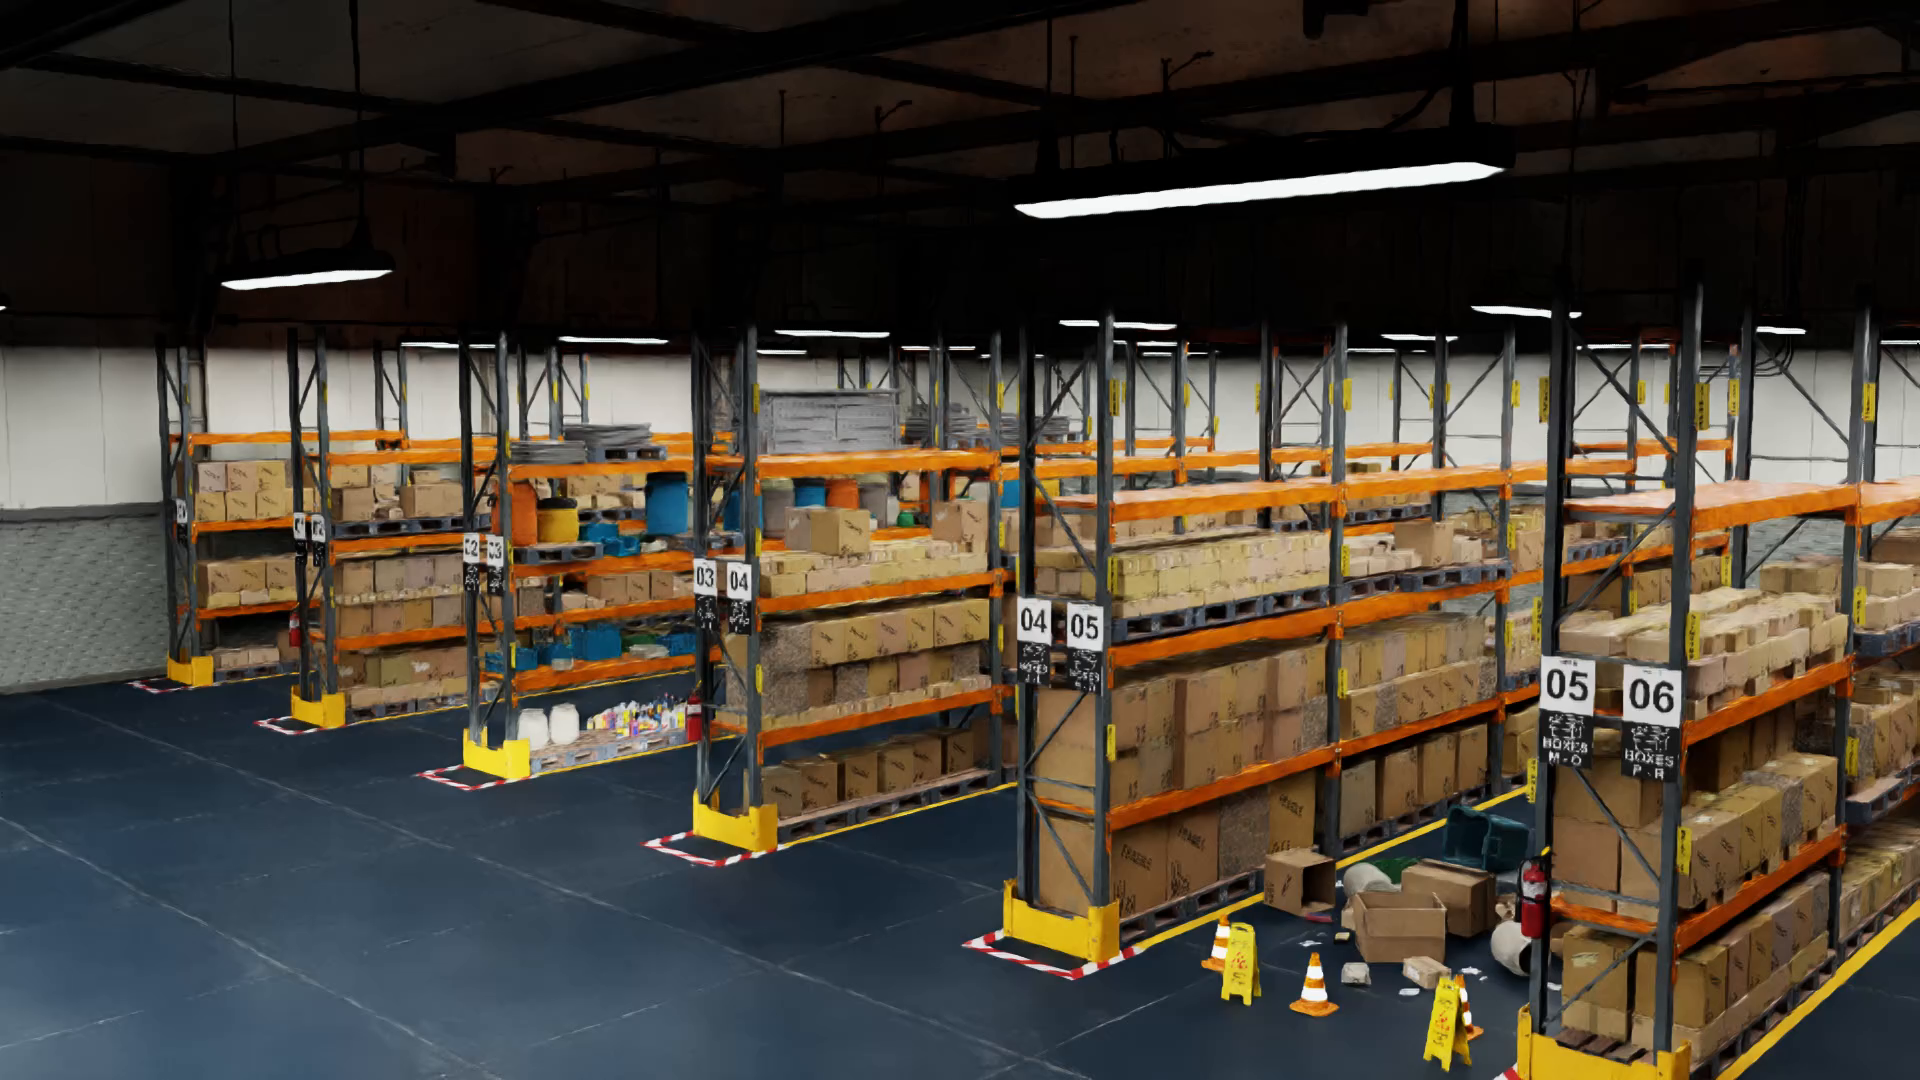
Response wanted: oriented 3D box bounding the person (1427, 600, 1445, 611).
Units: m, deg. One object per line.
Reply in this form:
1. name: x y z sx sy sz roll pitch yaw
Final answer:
1. person: 9.442 1.219 33.389 1.086 1.589 0.495 -5 7 -44
